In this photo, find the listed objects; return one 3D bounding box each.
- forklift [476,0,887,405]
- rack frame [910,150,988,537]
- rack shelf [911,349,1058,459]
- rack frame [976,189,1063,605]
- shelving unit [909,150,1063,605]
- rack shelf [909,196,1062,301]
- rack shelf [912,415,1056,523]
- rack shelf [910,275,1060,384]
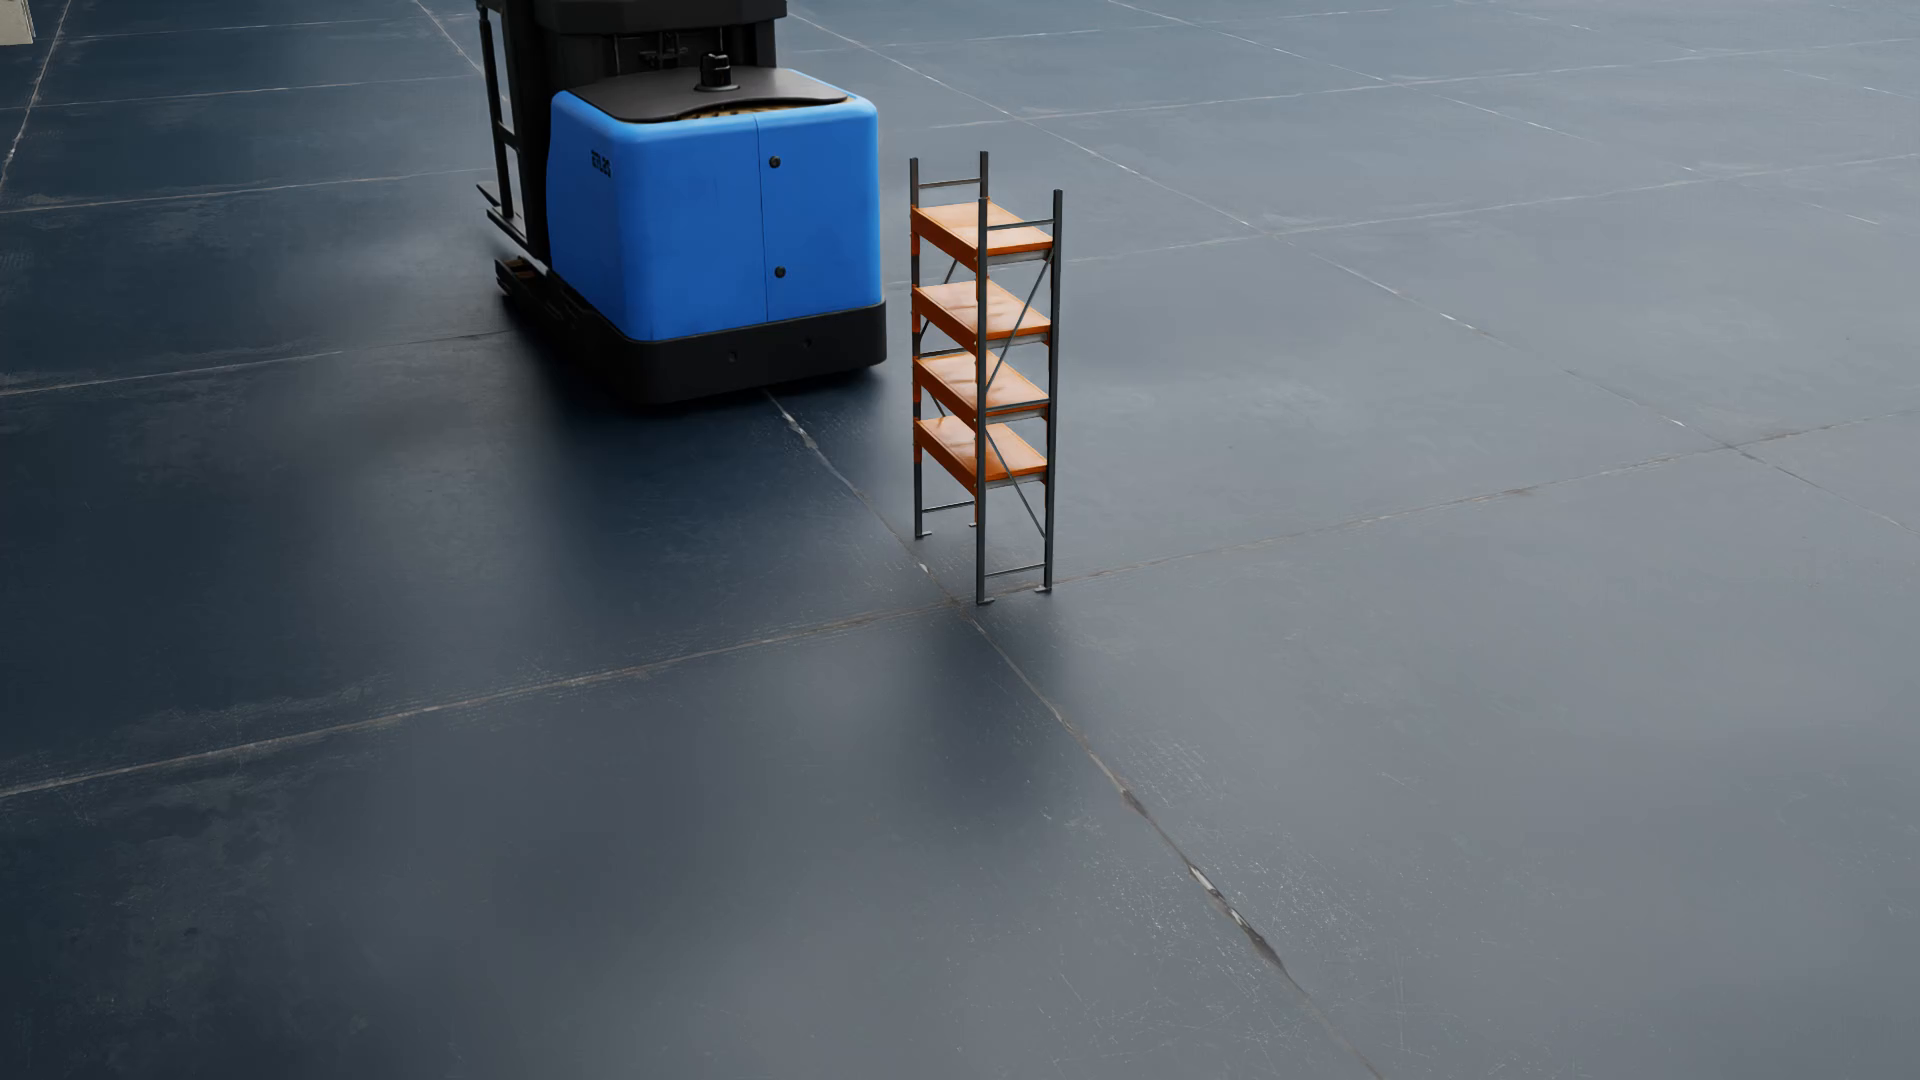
[{"bbox_3d":[-1.437,-2.425,6.876,1.130,2.935,3.031,-13,29,-26],"label":"forklift"},{"bbox_3d":[-0.031,-0.571,5.052,0.240,1.200,0.015,-11,28,-21],"label":"rack frame"},{"bbox_3d":[0.065,-0.412,4.879,0.258,0.148,0.480,-11,28,-21],"label":"rack shelf"},{"bbox_3d":[0.160,-0.374,4.648,0.240,1.200,0.015,-11,28,-21],"label":"rack frame"},{"bbox_3d":[0.065,-0.472,4.850,0.258,1.200,0.503,-11,28,-21],"label":"shelving unit"},{"bbox_3d":[0.065,-0.825,4.677,0.258,0.148,0.480,-11,28,-21],"label":"rack shelf"},{"bbox_3d":[0.065,-0.233,4.967,0.258,0.148,0.480,-11,28,-21],"label":"rack shelf"},{"bbox_3d":[0.065,-0.613,4.781,0.258,0.148,0.480,-11,28,-21],"label":"rack shelf"}]
